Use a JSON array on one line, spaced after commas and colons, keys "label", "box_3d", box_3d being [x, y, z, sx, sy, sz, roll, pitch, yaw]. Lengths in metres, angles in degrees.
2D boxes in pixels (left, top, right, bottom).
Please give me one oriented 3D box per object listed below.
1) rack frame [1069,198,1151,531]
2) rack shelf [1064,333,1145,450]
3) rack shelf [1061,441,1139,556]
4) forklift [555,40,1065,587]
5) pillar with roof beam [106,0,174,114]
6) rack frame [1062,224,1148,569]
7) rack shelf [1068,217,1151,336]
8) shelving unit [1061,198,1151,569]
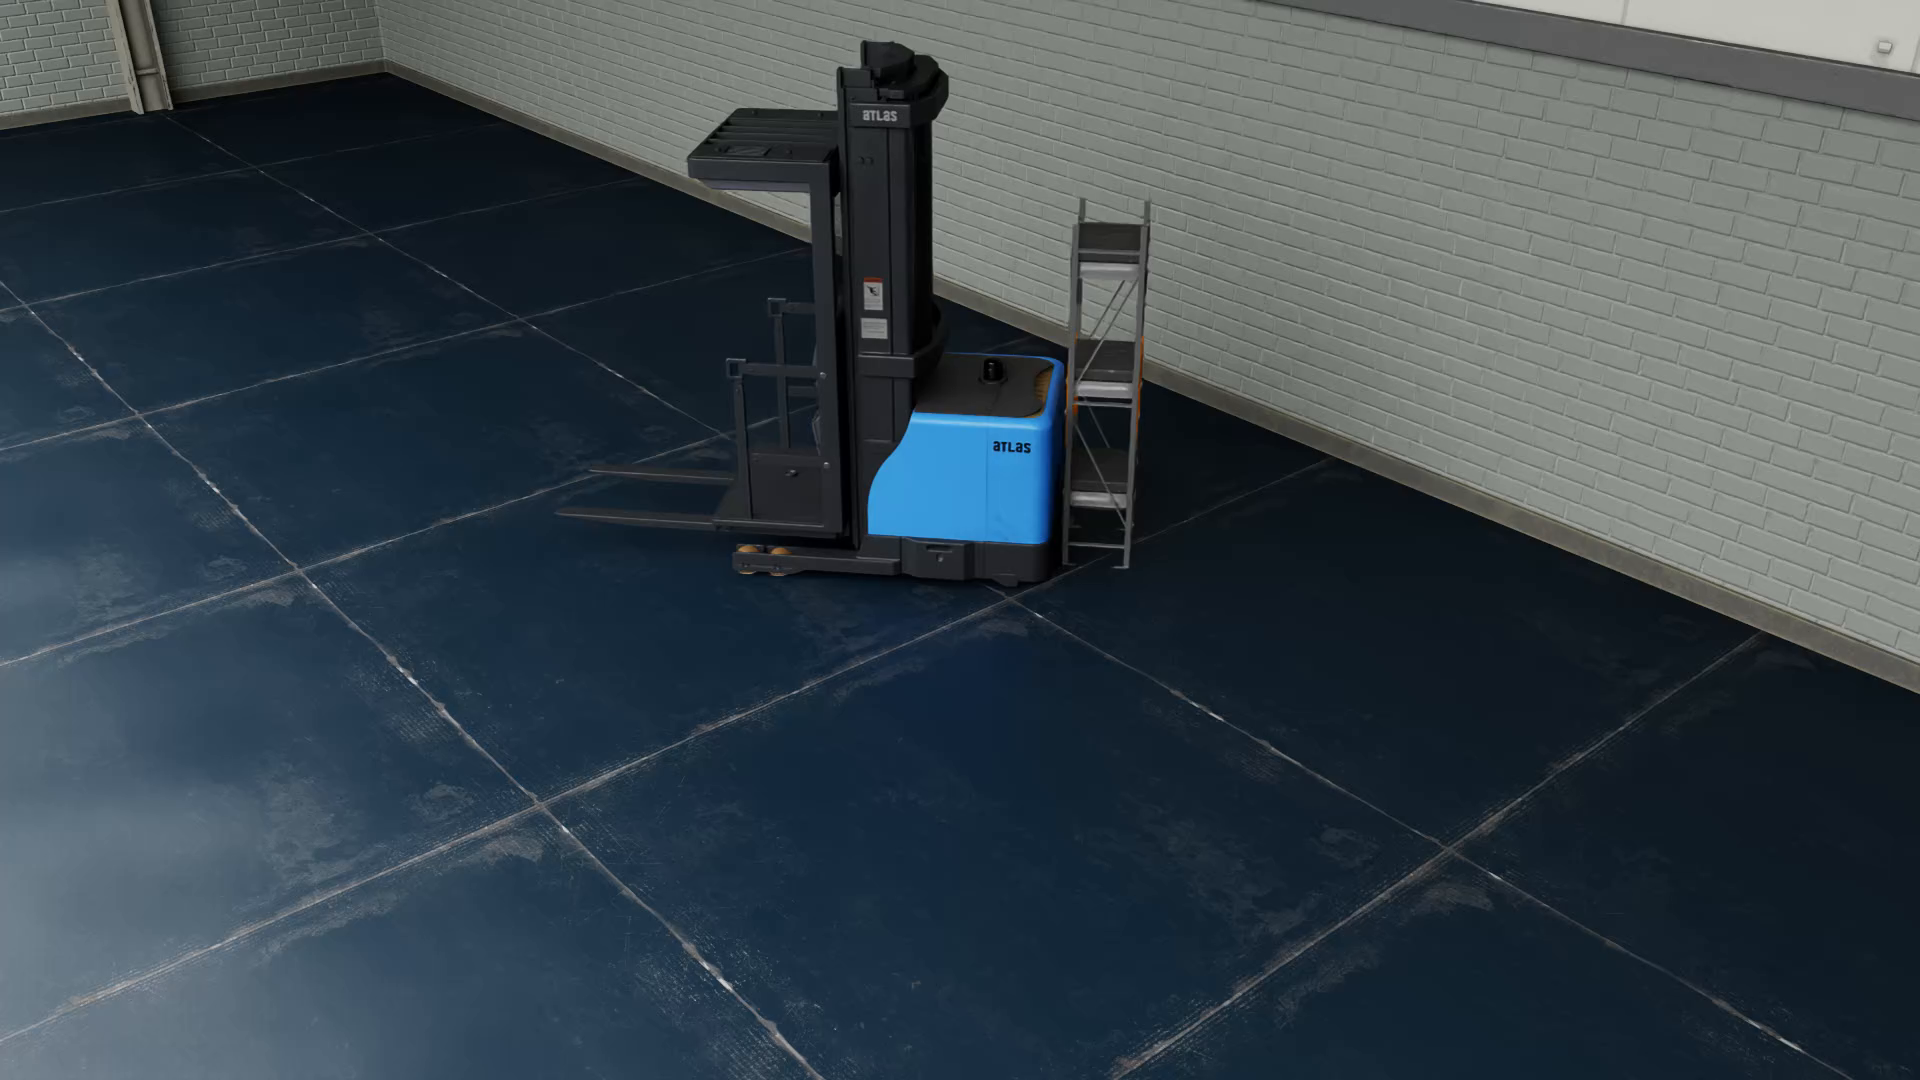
[{"label": "rack frame", "box_3d": [0.875, -0.995, 9.885, 0.400, 2.100, 0.015, 4, 28, 7]}, {"label": "rack shelf", "box_3d": [0.843, -0.869, 9.678, 0.431, 0.518, 0.480, 4, 28, 7]}, {"label": "rack shelf", "box_3d": [0.843, -0.252, 10.008, 0.431, 0.518, 0.480, 4, 28, 7]}, {"label": "forklift", "box_3d": [-0.914, -1.319, 9.608, 3.031, 2.935, 1.130, 4, 28, 7]}, {"label": "pillar with roof beam", "box_3d": [-6.863, -7.578, 14.882, 0.400, 9.000, 9.100, -22, 35, -35]}, {"label": "rack frame", "box_3d": [0.810, -0.767, 9.458, 0.400, 2.100, 0.015, 4, 28, 7]}, {"label": "rack shelf", "box_3d": [0.843, -1.487, 9.348, 0.431, 0.518, 0.480, 4, 28, 7]}, {"label": "shelving unit", "box_3d": [0.843, -0.881, 9.671, 0.431, 2.100, 0.503, 4, 28, 7]}]
